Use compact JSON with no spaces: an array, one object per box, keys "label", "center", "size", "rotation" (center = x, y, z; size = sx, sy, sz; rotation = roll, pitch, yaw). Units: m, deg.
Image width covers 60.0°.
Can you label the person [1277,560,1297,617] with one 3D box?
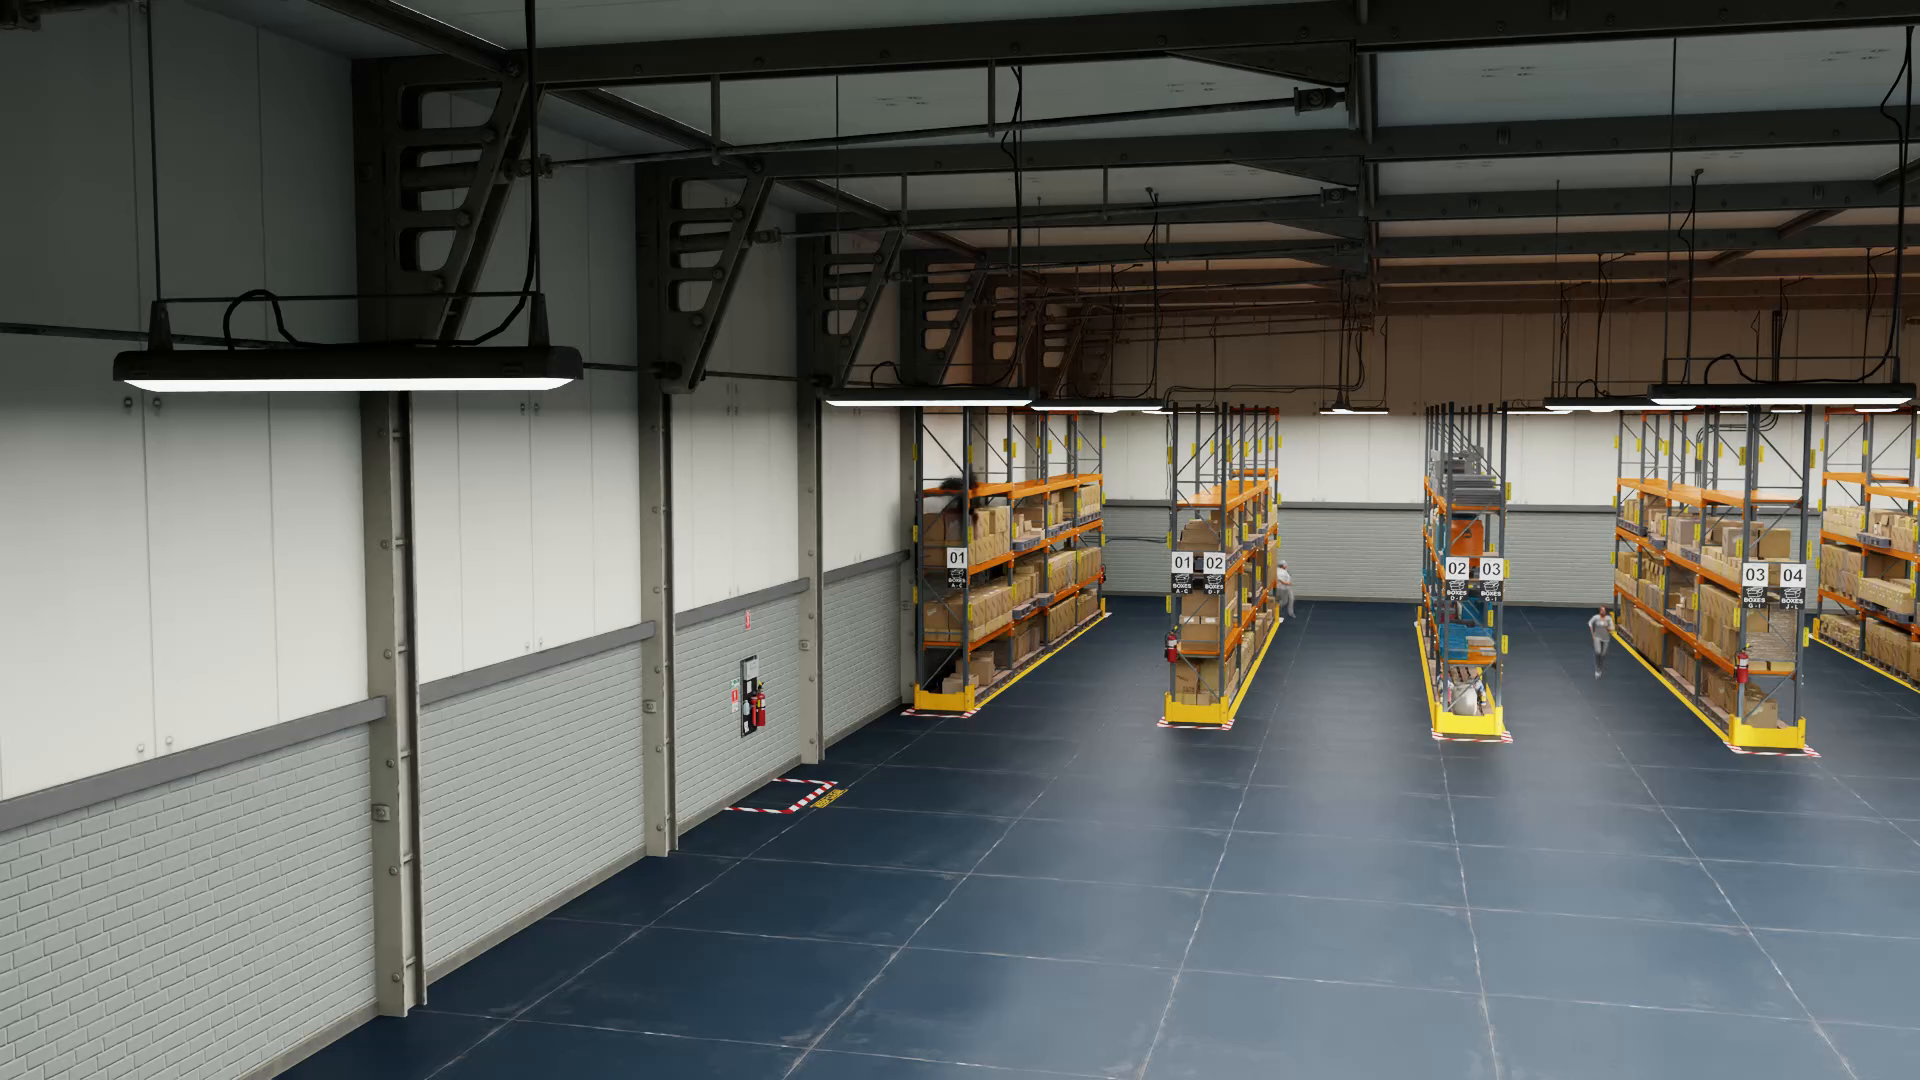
[{"label":"person","center":[9.257,1.411,47.583],"size":[0.714,1.670,0.605],"rotation":[2,5,27]}]

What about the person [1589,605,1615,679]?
[{"label":"person","center":[14.119,2.235,36.589],"size":[0.515,1.628,0.759],"rotation":[1,4,11]}]

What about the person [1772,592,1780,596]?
[{"label":"person","center":[21.596,1.624,44.281],"size":[0.566,1.693,0.693],"rotation":[-3,5,-32]}]
